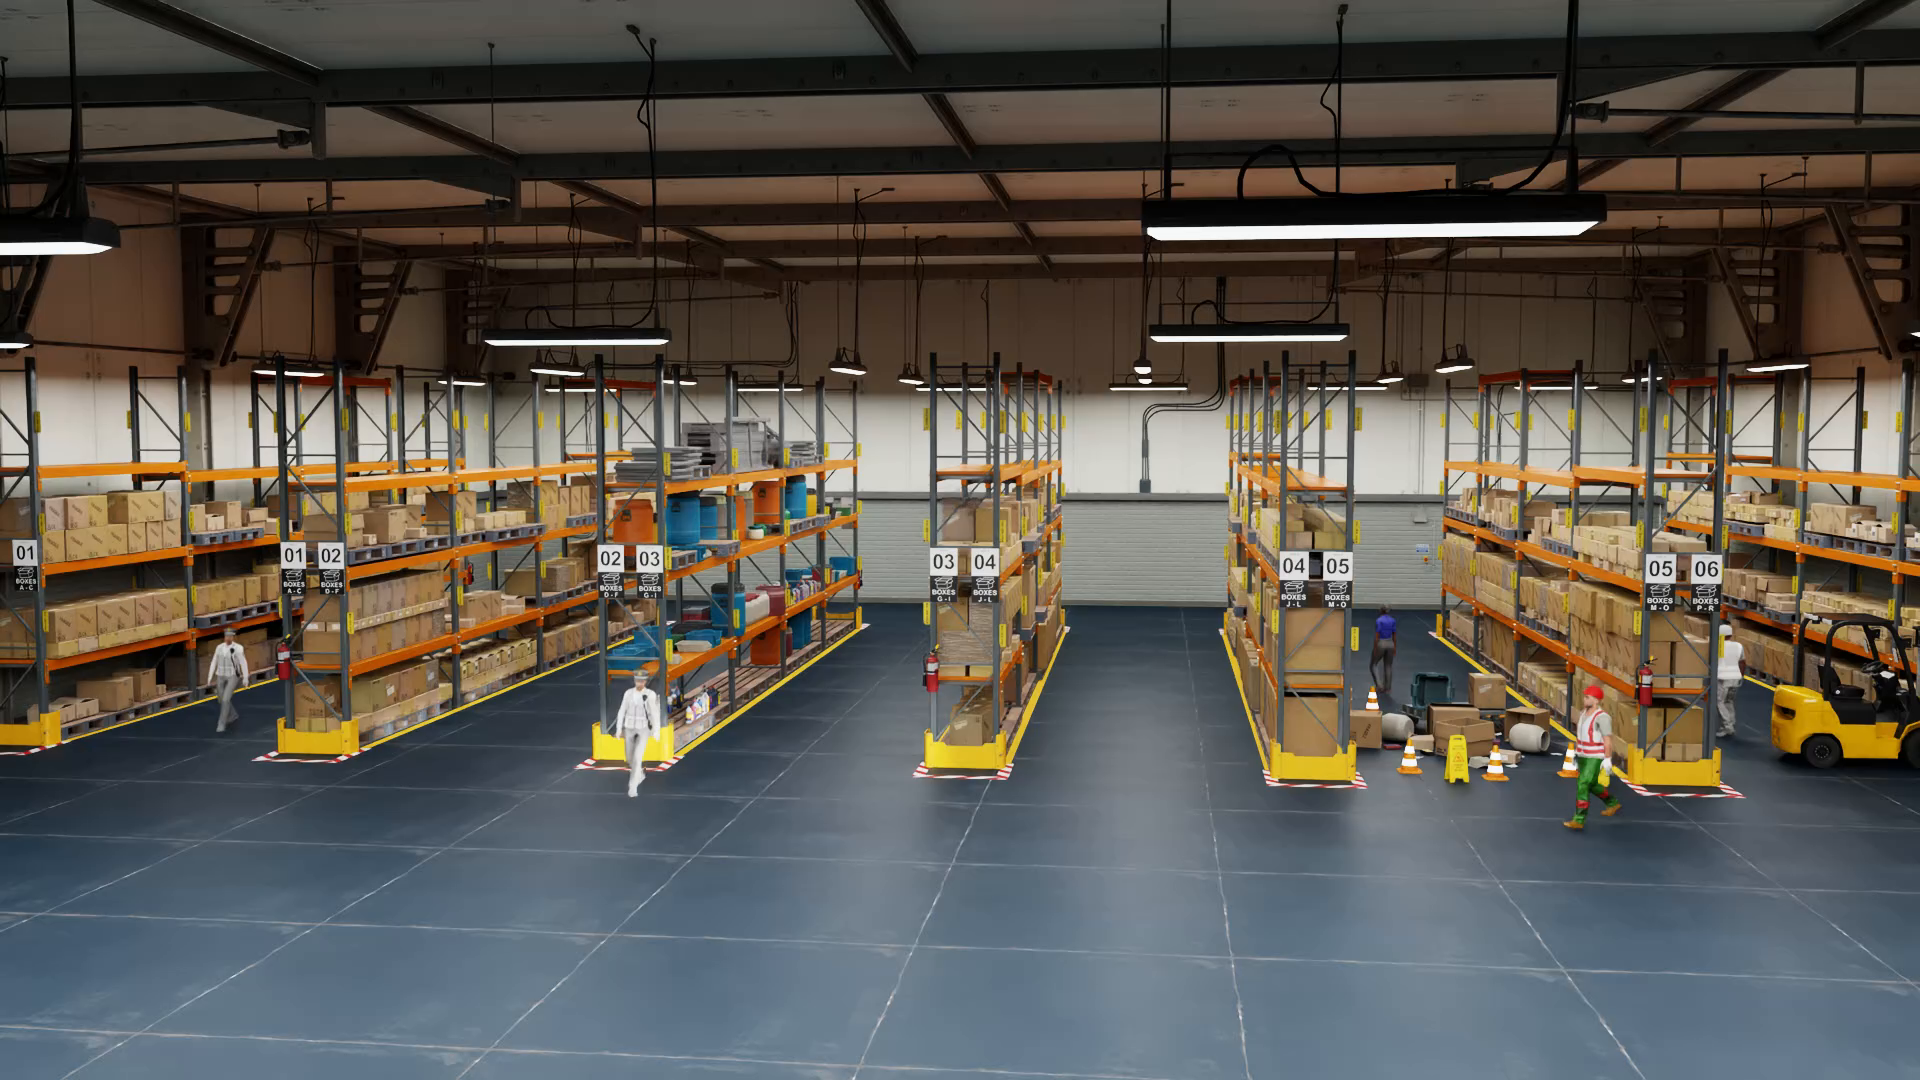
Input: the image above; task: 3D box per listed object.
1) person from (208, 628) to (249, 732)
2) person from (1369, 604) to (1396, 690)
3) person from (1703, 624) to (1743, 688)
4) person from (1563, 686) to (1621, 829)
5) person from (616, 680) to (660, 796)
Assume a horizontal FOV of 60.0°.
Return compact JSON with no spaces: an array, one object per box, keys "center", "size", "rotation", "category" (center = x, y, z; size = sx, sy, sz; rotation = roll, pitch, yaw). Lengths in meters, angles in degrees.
[{"center":[-11.988,2.267,27.269],"size":[0.569,1.685,0.738],"rotation":[0,4,2],"category":"person"},{"center":[7.837,1.972,30.753],"size":[0.482,1.572,0.347],"rotation":[-1,4,-18],"category":"person"},{"center":[12.289,1.878,26.687],"size":[0.650,1.033,0.439],"rotation":[-1,4,-17],"category":"person"},{"center":[7.848,2.668,20.551],"size":[1.012,1.752,0.532],"rotation":[-2,4,-21],"category":"person"},{"center":[-4.371,2.605,22.591],"size":[0.545,1.656,0.731],"rotation":[0,4,6],"category":"person"}]
